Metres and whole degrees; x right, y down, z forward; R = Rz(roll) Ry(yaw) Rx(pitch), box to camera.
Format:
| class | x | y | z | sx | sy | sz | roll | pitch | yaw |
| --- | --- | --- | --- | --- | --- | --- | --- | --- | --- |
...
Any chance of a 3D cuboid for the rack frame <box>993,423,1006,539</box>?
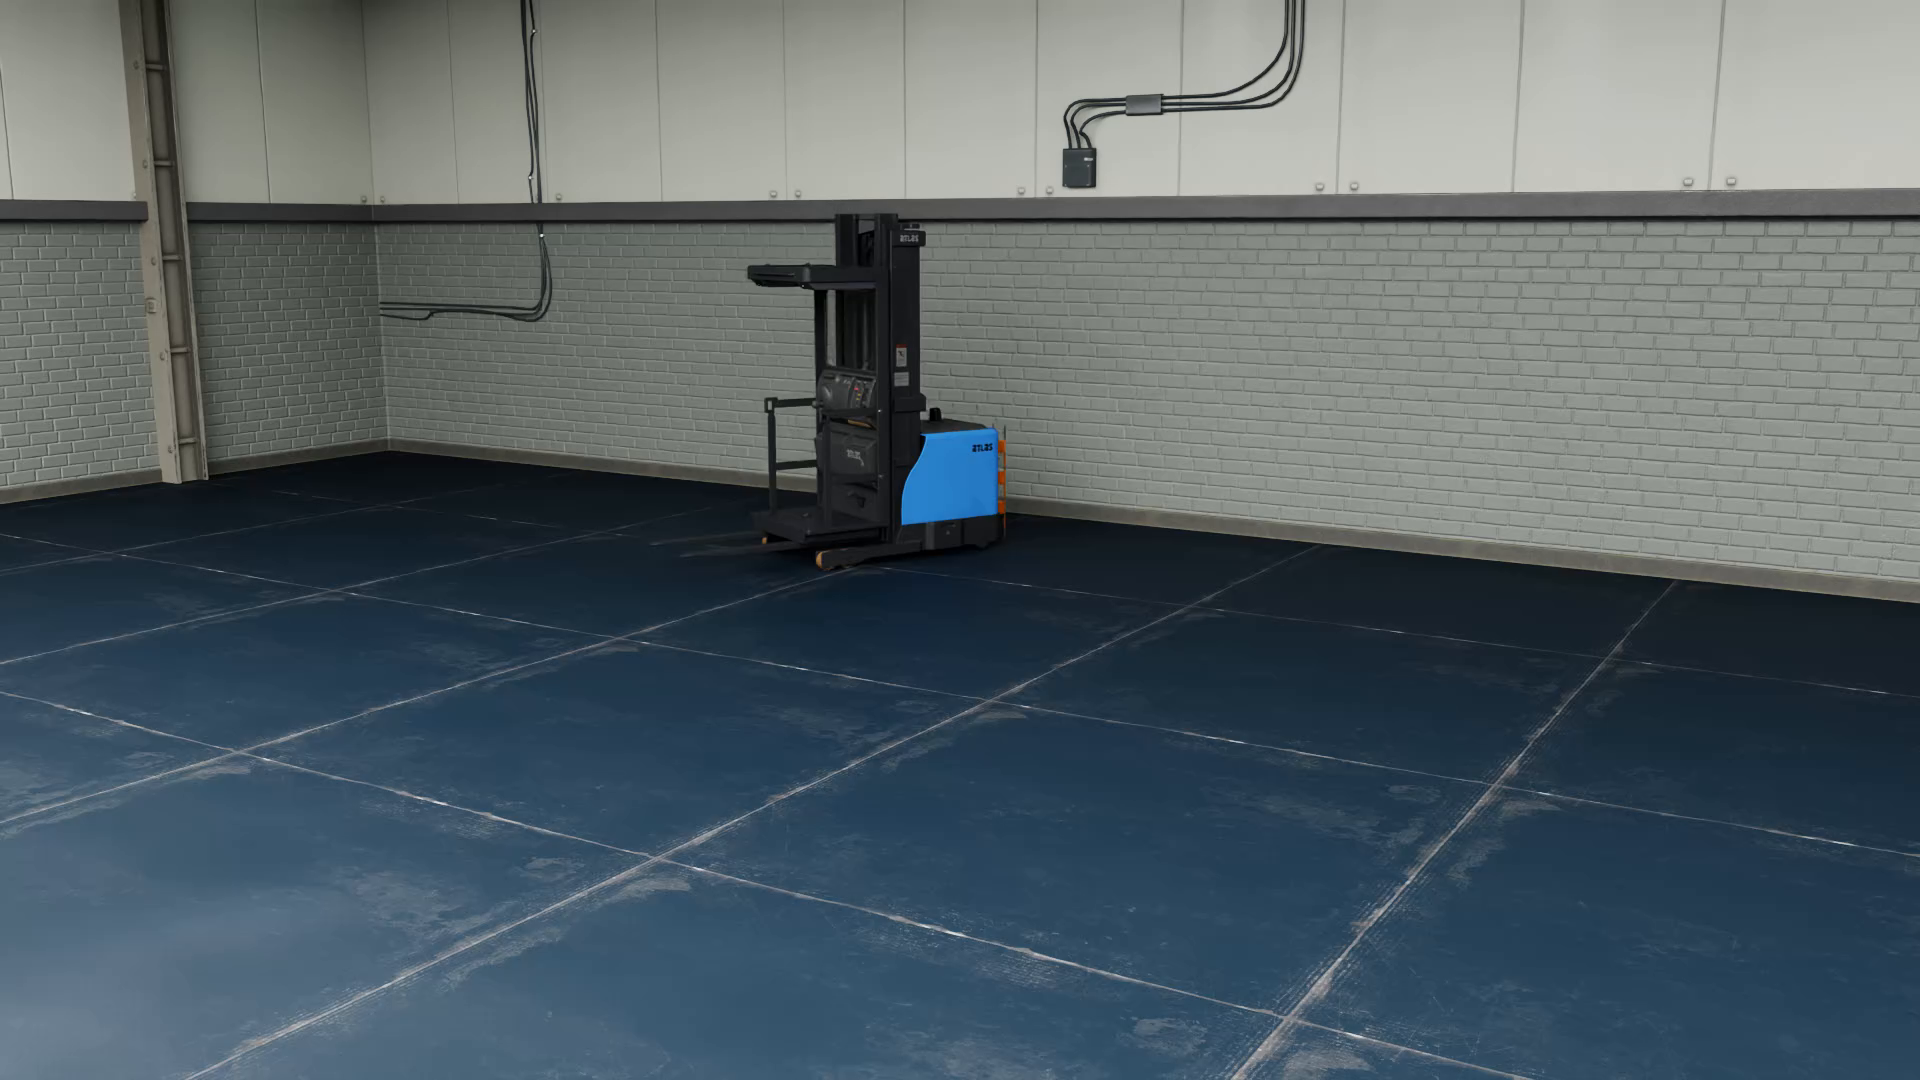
| class | x | y | z | sx | sy | sz | roll | pitch | yaw |
| --- | --- | --- | --- | --- | --- | --- | --- | --- | --- |
| rack frame | 0.358 | -0.541 | 15.286 | 0.008 | 1.050 | 0.200 | -7 | 13 | -33 |

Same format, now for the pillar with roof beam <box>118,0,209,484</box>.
| class | x | y | z | sx | sy | sz | roll | pitch | yaw |
| --- | --- | --- | --- | --- | --- | --- | --- | --- | --- |
| pillar with roof beam | -5.112 | -4.689 | 15.842 | 9.100 | 9.000 | 0.400 | 6 | 12 | 31 |

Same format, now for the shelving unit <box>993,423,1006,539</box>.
| class | x | y | z | sx | sy | sz | roll | pitch | yaw |
| --- | --- | --- | --- | --- | --- | --- | --- | --- | --- |
| shelving unit | 0.256 | -0.528 | 15.220 | 0.252 | 1.050 | 0.215 | -7 | 13 | -33 |

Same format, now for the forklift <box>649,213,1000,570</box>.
| class | x | y | z | sx | sy | sz | roll | pitch | yaw |
| --- | --- | --- | --- | --- | --- | --- | --- | --- | --- |
| forklift | -1.155 | -1.296 | 14.208 | 3.031 | 2.935 | 1.130 | -7 | 13 | -33 |

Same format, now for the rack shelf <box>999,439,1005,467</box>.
| class | x | y | z | sx | sy | sz | roll | pitch | yaw |
| --- | --- | --- | --- | --- | --- | --- | --- | --- | --- |
| rack shelf | 0.256 | -0.797 | 15.170 | 0.240 | 0.259 | 0.215 | -7 | 13 | -33 |

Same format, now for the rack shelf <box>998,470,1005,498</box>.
| class | x | y | z | sx | sy | sz | roll | pitch | yaw |
| --- | --- | --- | --- | --- | --- | --- | --- | --- | --- |
| rack shelf | 0.256 | -0.518 | 15.222 | 0.240 | 0.259 | 0.215 | -7 | 13 | -33 |

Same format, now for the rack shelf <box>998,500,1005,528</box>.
| class | x | y | z | sx | sy | sz | roll | pitch | yaw |
| --- | --- | --- | --- | --- | --- | --- | --- | --- | --- |
| rack shelf | 0.256 | -0.245 | 15.273 | 0.240 | 0.259 | 0.215 | -7 | 13 | -33 |

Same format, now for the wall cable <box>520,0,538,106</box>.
| class | x | y | z | sx | sy | sz | roll | pitch | yaw |
| --- | --- | --- | --- | --- | --- | --- | --- | --- | --- |
| wall cable | -3.819 | -6.135 | 18.280 | 3.097 | 2.526 | 0.112 | 6 | 12 | 31 |

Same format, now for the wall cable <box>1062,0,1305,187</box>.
| class | x | y | z | sx | sy | sz | roll | pitch | yaw |
| --- | --- | --- | --- | --- | --- | --- | --- | --- | --- |
| wall cable | 1.974 | -6.200 | 14.668 | 2.305 | 6.003 | 0.169 | 6 | 12 | 31 |

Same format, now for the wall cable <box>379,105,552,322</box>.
| class | x | y | z | sx | sy | sz | roll | pitch | yaw |
| --- | --- | --- | --- | --- | --- | --- | --- | --- | --- |
| wall cable | -6.131 | -3.911 | 20.125 | 3.097 | 2.526 | 0.112 | 6 | 12 | 31 |
